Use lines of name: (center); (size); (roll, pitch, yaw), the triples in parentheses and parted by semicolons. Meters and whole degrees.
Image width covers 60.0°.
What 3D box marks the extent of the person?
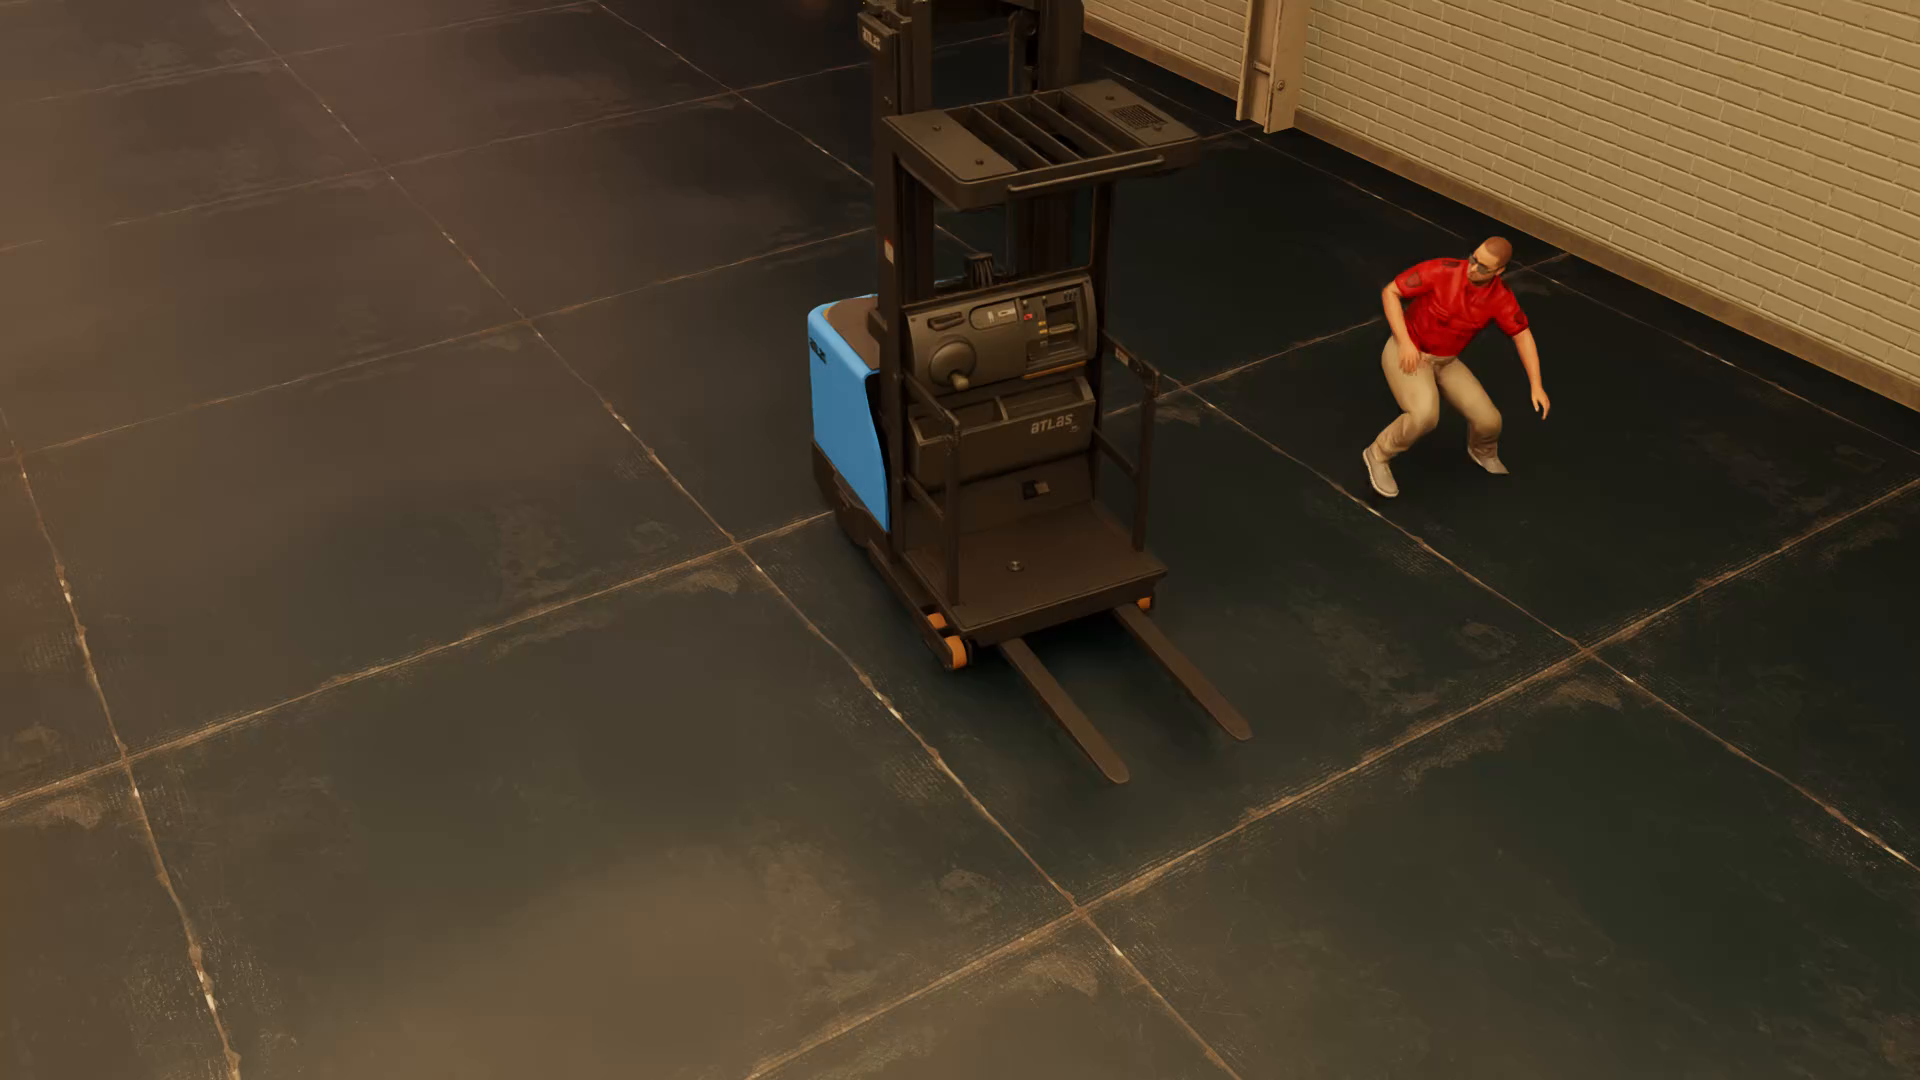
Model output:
person: (2.628, -0.902, 8.757); (0.902, 1.520, 0.704); (-9, 36, -12)

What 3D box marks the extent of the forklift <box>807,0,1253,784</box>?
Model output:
forklift: (0.294, -0.875, 7.393); (1.130, 2.935, 3.031); (-16, 38, -21)
